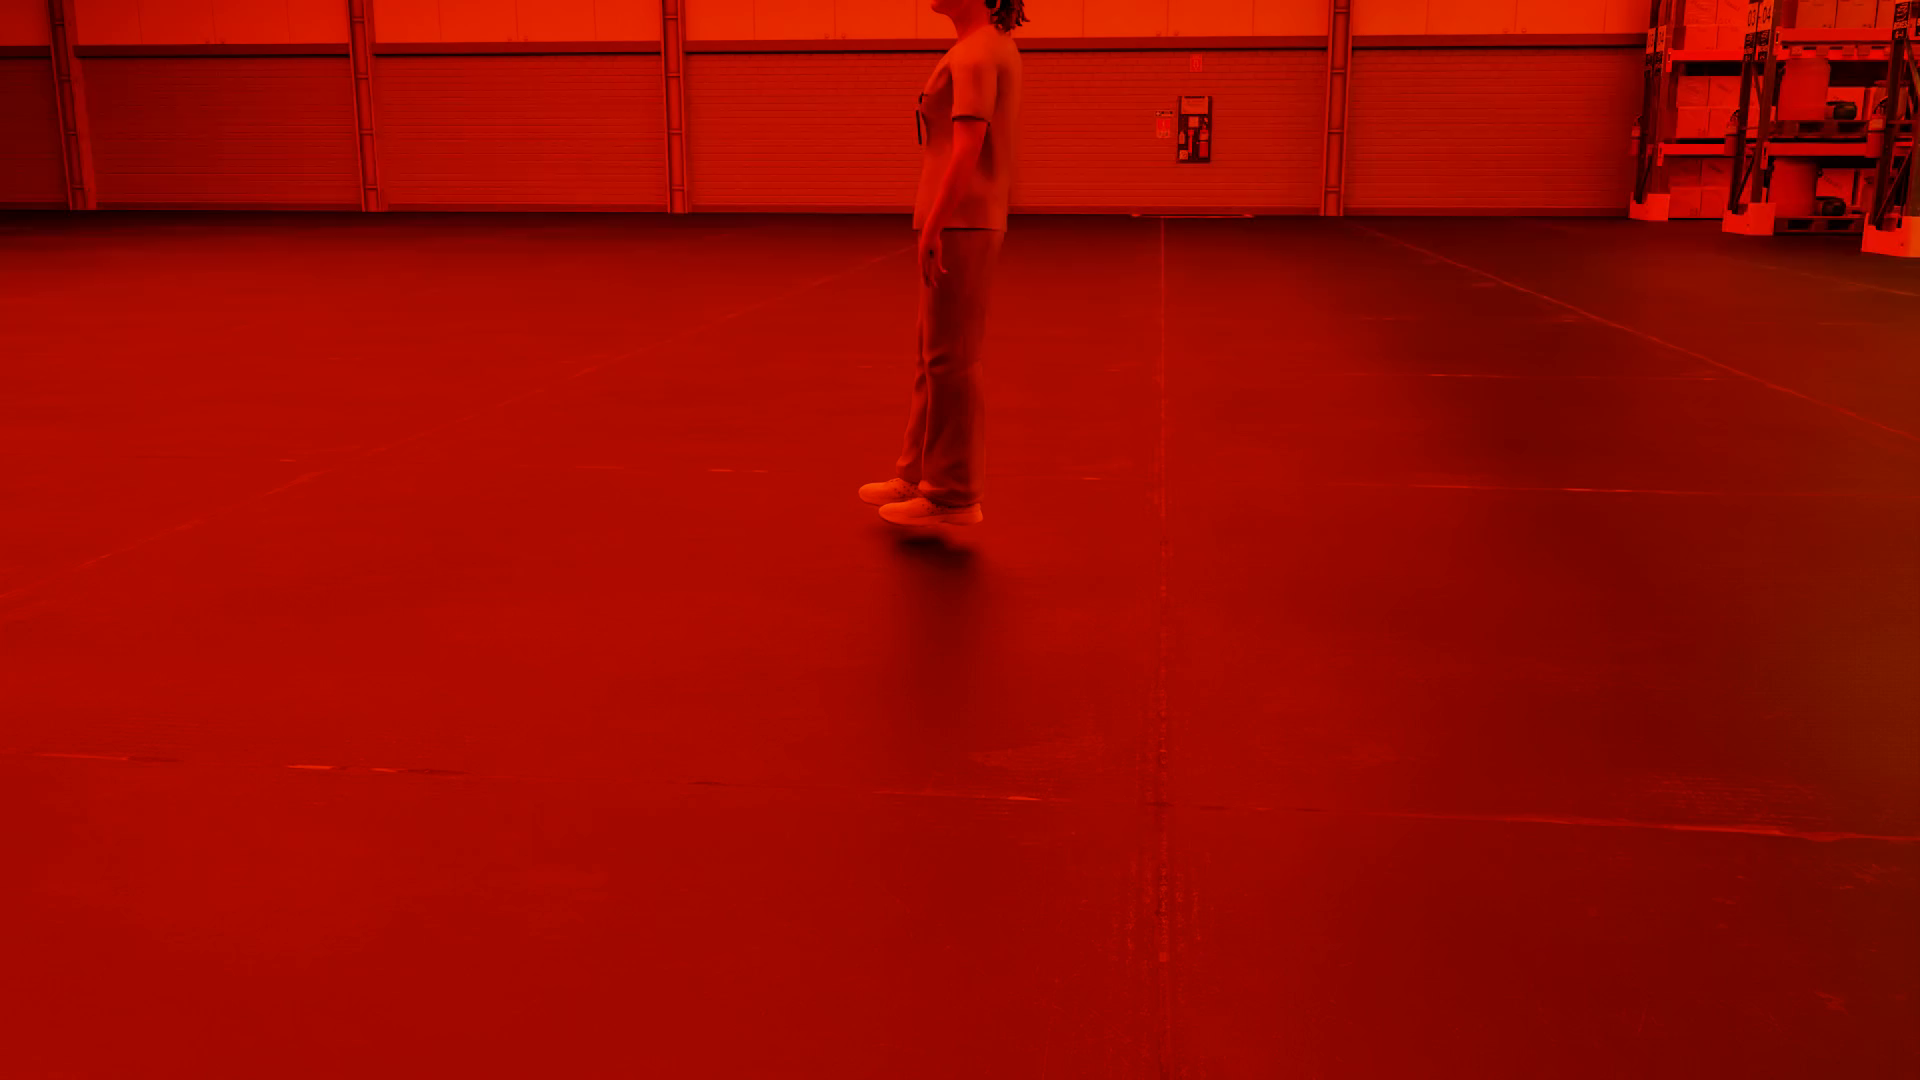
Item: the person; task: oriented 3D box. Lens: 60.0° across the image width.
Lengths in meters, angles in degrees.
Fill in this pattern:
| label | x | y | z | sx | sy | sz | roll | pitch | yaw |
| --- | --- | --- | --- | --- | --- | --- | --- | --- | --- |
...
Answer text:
| label | x | y | z | sx | sy | sz | roll | pitch | yaw |
| --- | --- | --- | --- | --- | --- | --- | --- | --- | --- |
| person | -0.071 | -0.867 | 4.766 | 0.549 | 1.675 | 0.550 | 2 | 13 | 7 |
